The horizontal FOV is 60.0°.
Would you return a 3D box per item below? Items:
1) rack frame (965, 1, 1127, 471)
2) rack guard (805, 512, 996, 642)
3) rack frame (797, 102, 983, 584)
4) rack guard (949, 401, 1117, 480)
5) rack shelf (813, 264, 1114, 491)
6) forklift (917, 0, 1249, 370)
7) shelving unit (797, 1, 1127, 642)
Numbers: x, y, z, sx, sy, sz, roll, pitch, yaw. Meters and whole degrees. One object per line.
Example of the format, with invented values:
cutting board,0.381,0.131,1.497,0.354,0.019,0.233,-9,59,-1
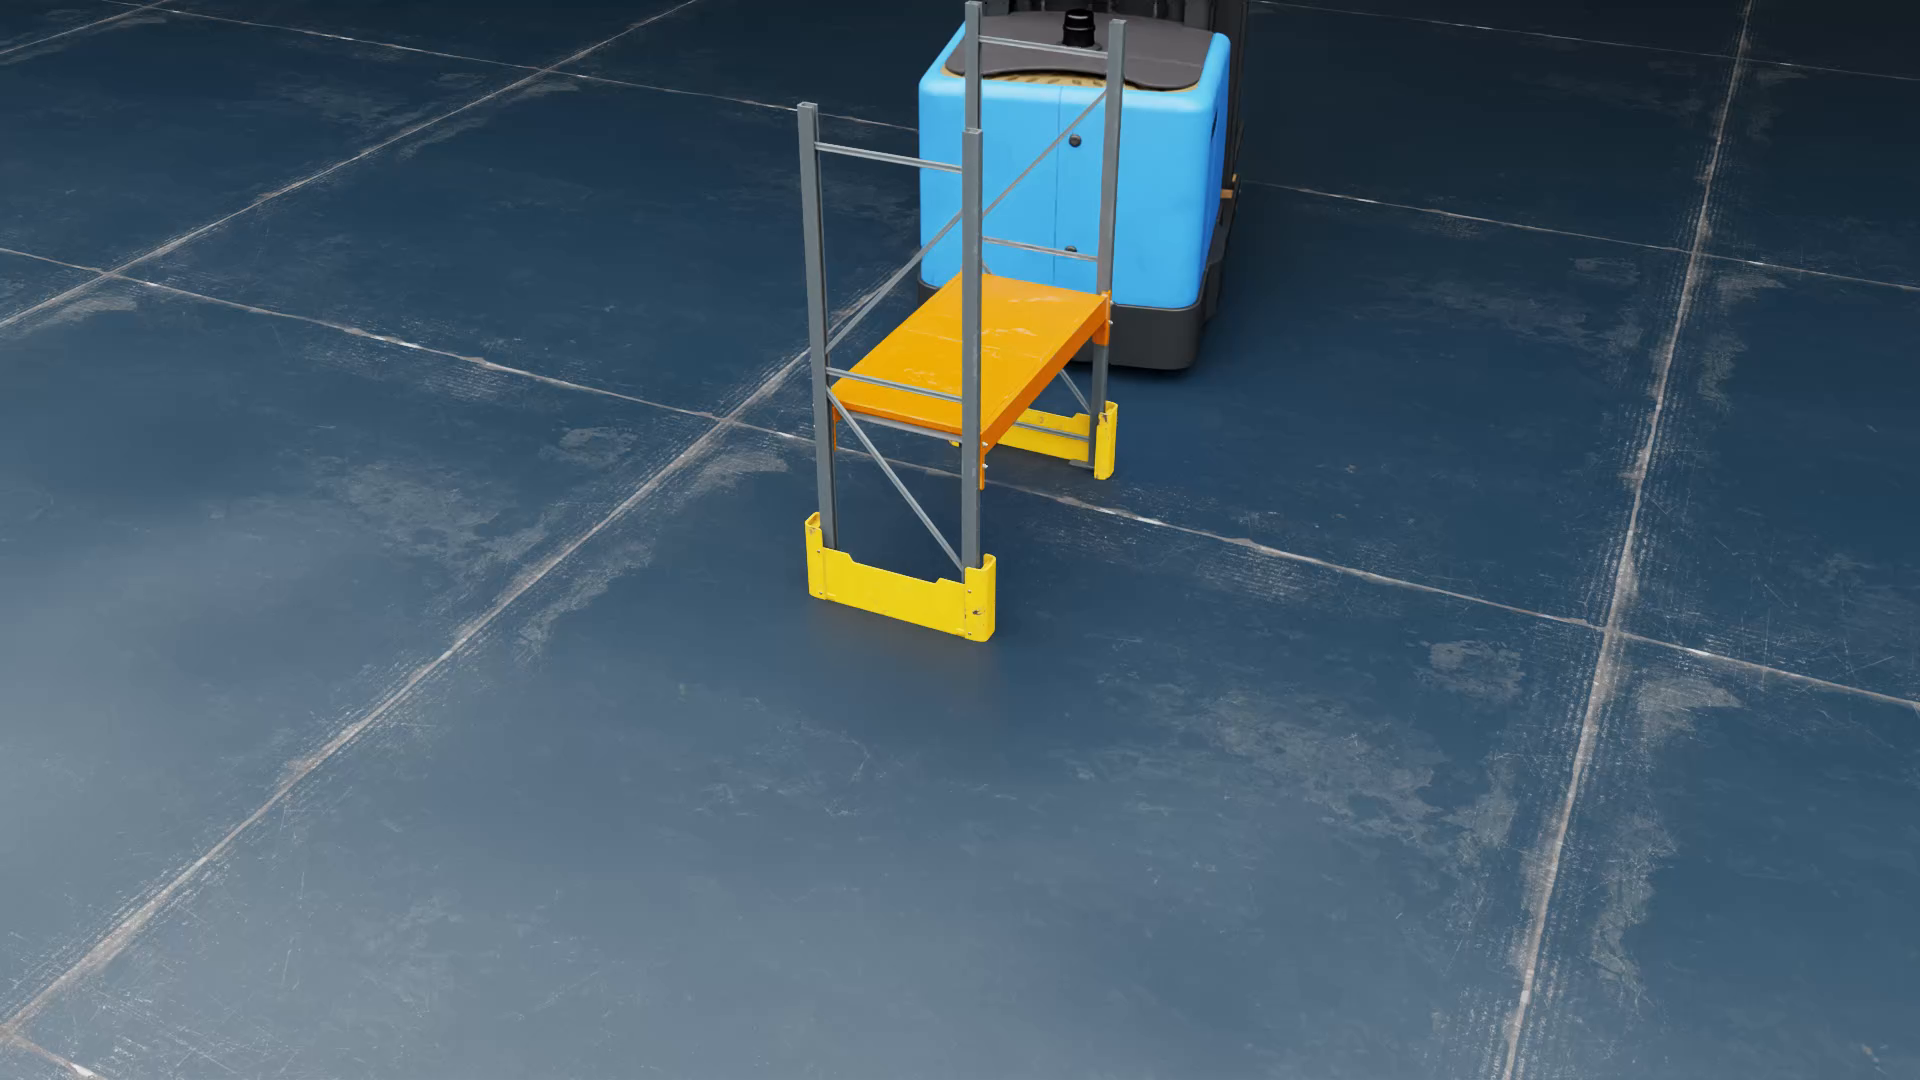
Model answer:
rack frame,0.248,-0.923,5.290,0.500,1.500,0.032,14,36,20
rack guard,-0.176,0.106,4.861,0.587,0.250,0.087,14,36,20
rack frame,-0.177,-0.417,4.517,0.500,1.500,0.032,14,36,20
rack guard,0.240,-0.391,5.618,0.587,0.250,0.087,14,36,20
rack shelf,0.036,-0.519,5.002,0.538,0.185,1.000,14,36,20
forklift,0.658,-2.646,6.612,1.130,2.935,3.031,7,34,10
shelving unit,0.032,-0.665,4.897,0.587,1.500,1.083,14,36,20
